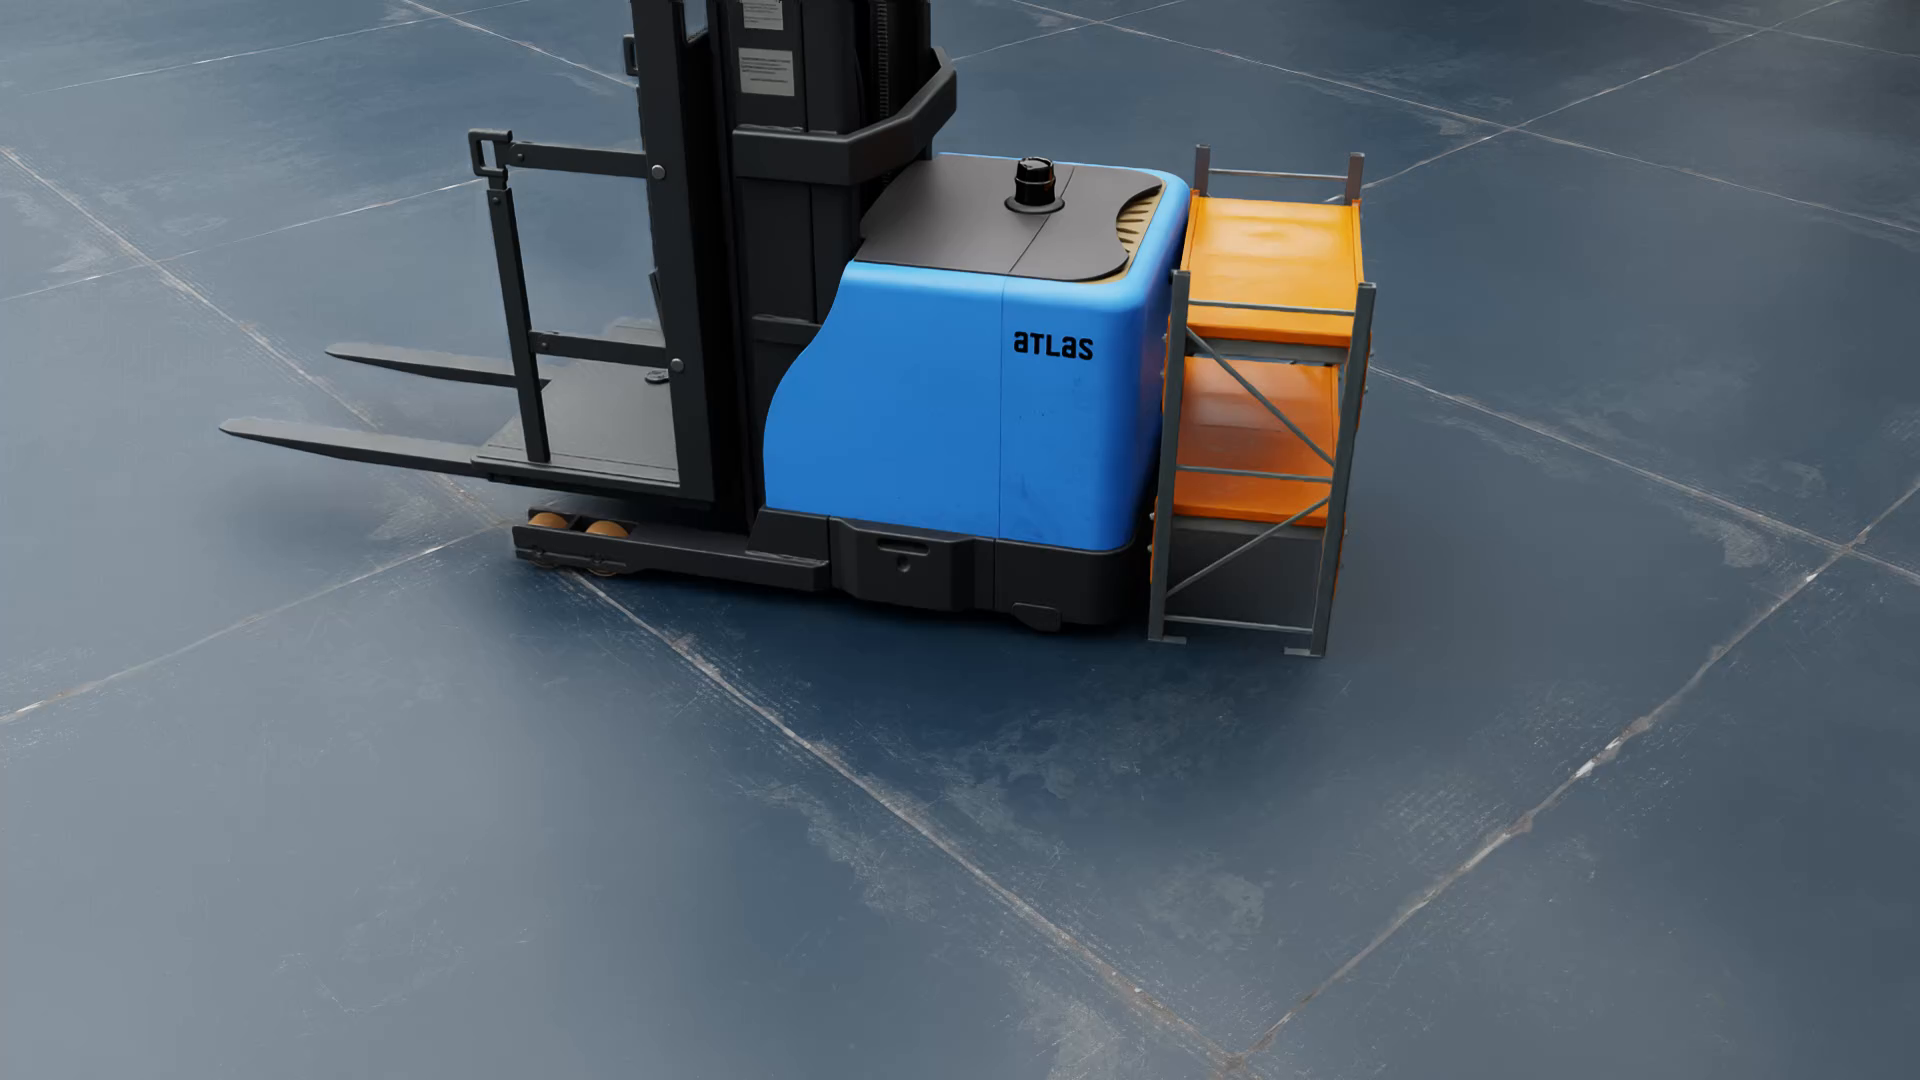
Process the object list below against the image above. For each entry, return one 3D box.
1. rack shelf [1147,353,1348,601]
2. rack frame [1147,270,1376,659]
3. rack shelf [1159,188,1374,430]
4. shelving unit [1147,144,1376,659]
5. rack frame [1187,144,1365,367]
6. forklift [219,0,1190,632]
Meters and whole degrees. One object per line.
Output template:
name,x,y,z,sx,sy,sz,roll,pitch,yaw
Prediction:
rack shelf,0.876,-0.226,5.011,0.538,0.278,1.000,5,32,9
rack frame,0.786,-0.174,4.456,0.500,1.125,0.032,5,32,9
rack shelf,0.876,-0.685,4.731,0.538,0.278,1.000,5,32,9
shelving unit,0.876,-0.435,4.883,0.538,1.125,1.048,5,32,9
rack frame,0.965,-0.696,5.310,0.500,1.125,0.032,5,32,9
forklift,-0.871,-1.396,4.724,3.031,2.935,1.130,8,32,12
